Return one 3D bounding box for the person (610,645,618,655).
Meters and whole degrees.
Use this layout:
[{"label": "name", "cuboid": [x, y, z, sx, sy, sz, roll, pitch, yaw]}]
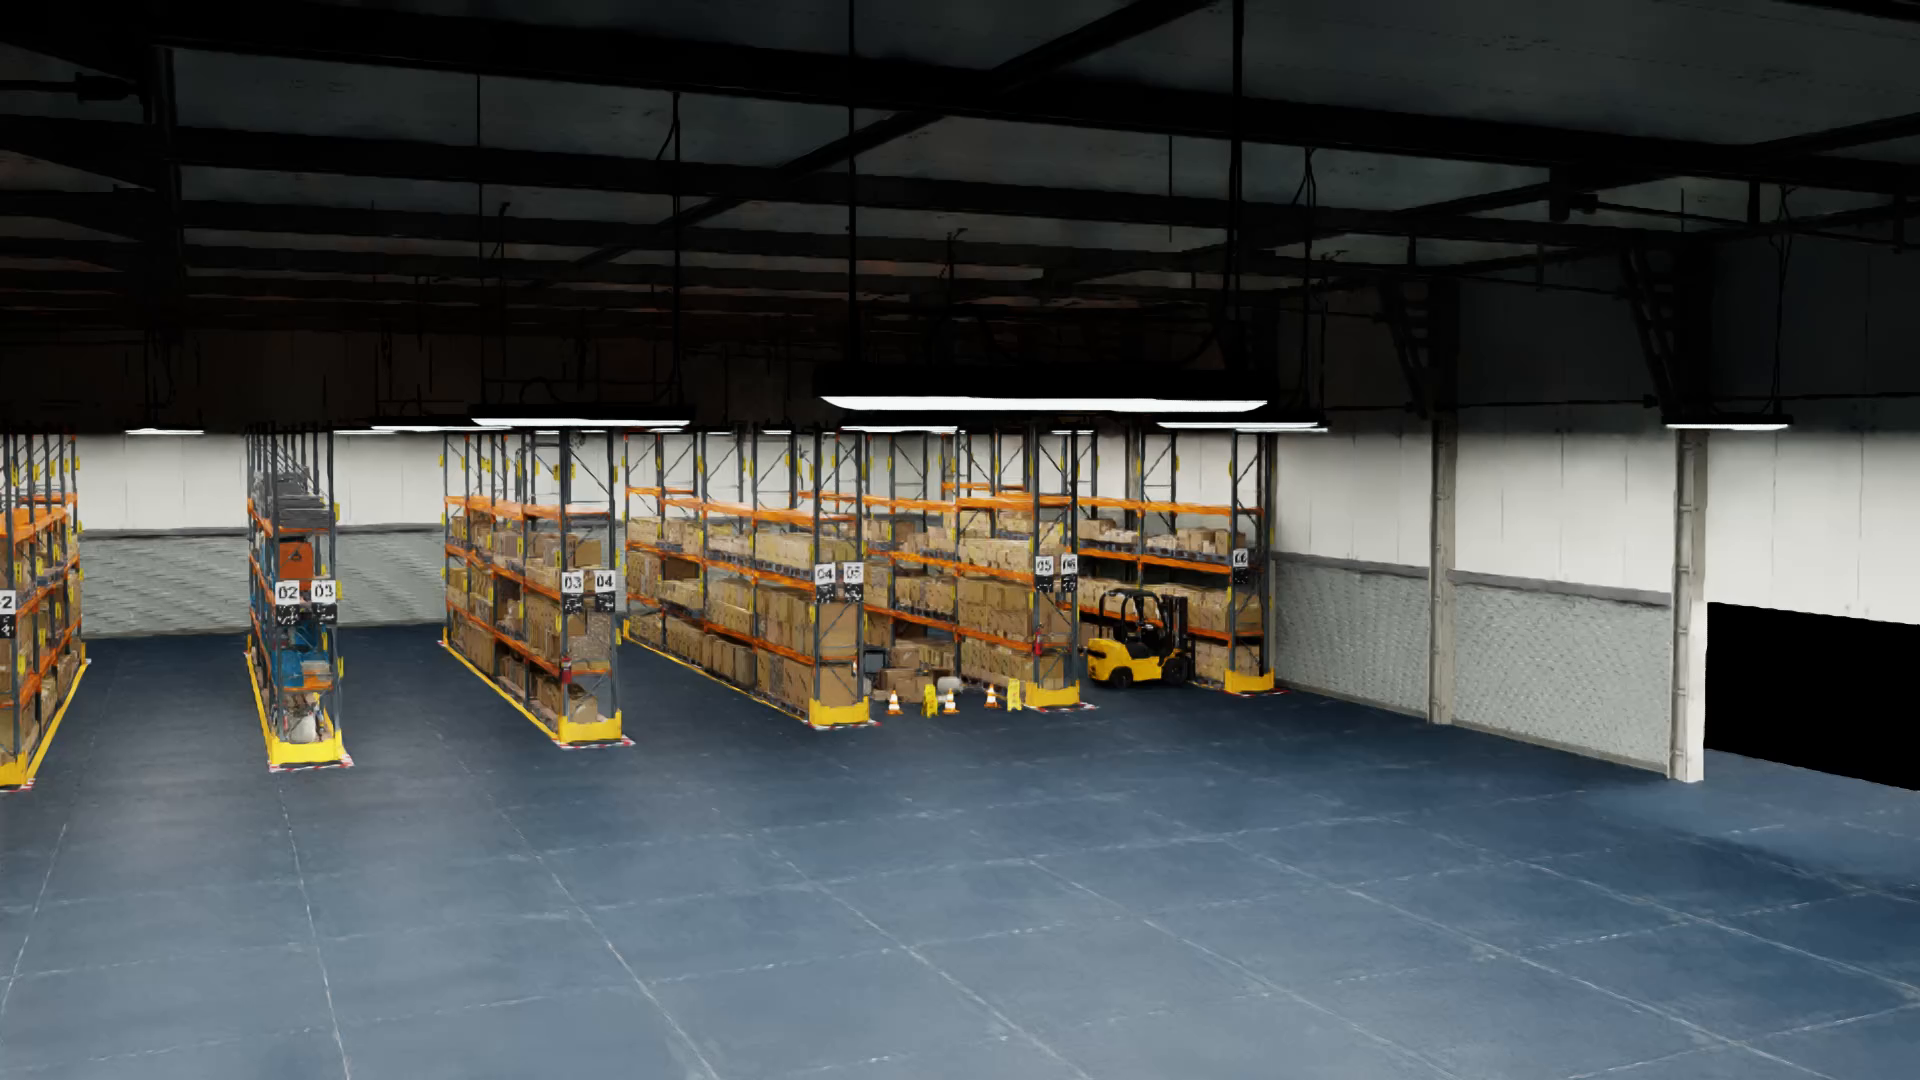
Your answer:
[{"label": "person", "cuboid": [-9.249, 2.104, 43.420, 0.654, 1.771, 0.697, 0, 4, -6]}]
